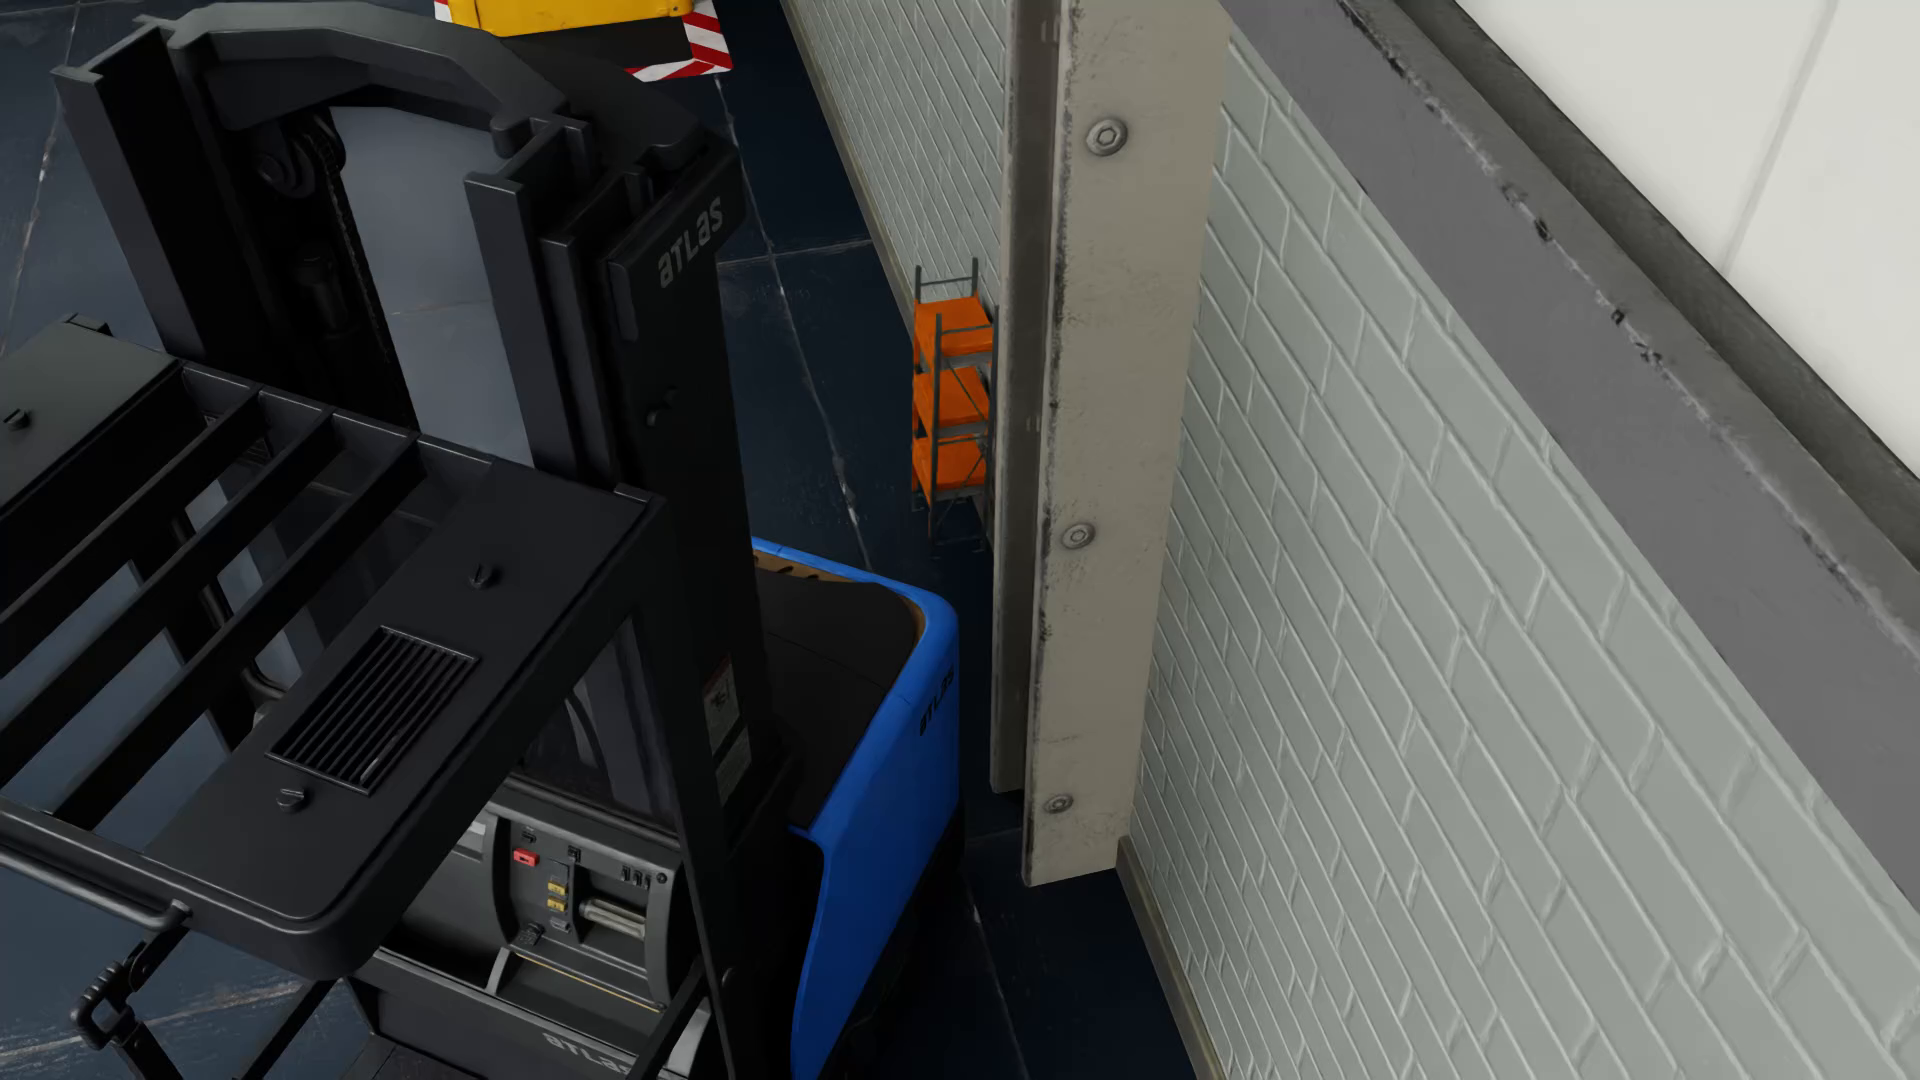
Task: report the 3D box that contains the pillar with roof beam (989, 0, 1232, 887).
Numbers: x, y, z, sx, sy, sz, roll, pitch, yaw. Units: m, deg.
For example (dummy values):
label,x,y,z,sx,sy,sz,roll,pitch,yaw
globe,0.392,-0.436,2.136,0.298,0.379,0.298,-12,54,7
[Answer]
label,x,y,z,sx,sy,sz,roll,pitch,yaw
pillar with roof beam,-3.875,-1.530,0.949,9.100,9.000,0.400,-11,47,-10

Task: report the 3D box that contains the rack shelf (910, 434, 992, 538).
label,x,y,z,sx,sy,sz,roll,pitch,yaw
rack shelf,-0.033,-0.198,5.605,0.215,0.259,0.240,-10,47,-12

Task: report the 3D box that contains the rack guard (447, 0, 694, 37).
label,x,y,z,sx,sy,sz,roll,pitch,yaw
rack guard,-1.936,-2.823,8.167,1.175,0.500,0.348,-11,47,-10

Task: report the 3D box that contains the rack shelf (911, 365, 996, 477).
label,x,y,z,sx,sy,sz,roll,pitch,yaw
rack shelf,-0.024,-0.393,5.408,0.215,0.259,0.240,-10,47,-12

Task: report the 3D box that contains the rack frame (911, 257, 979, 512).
label,x,y,z,sx,sy,sz,roll,pitch,yaw
rack frame,-0.057,-0.485,5.482,0.200,1.050,0.008,-10,47,-12

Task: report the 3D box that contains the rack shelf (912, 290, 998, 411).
label,x,y,z,sx,sy,sz,roll,pitch,yaw
rack shelf,-0.015,-0.593,5.206,0.215,0.259,0.240,-10,47,-12

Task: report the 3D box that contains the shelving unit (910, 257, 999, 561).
label,x,y,z,sx,sy,sz,roll,pitch,yaw
shelving unit,-0.024,-0.401,5.400,0.215,1.050,0.252,-10,47,-12

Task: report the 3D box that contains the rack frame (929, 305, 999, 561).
label,x,y,z,sx,sy,sz,roll,pitch,yaw
rack frame,0.008,-0.316,5.318,0.200,1.050,0.008,-10,47,-12

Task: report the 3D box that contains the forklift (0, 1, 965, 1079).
label,x,y,z,sx,sy,sz,roll,pitch,yaw
forklift,-1.027,0.709,3.003,1.130,2.935,3.031,17,48,16
